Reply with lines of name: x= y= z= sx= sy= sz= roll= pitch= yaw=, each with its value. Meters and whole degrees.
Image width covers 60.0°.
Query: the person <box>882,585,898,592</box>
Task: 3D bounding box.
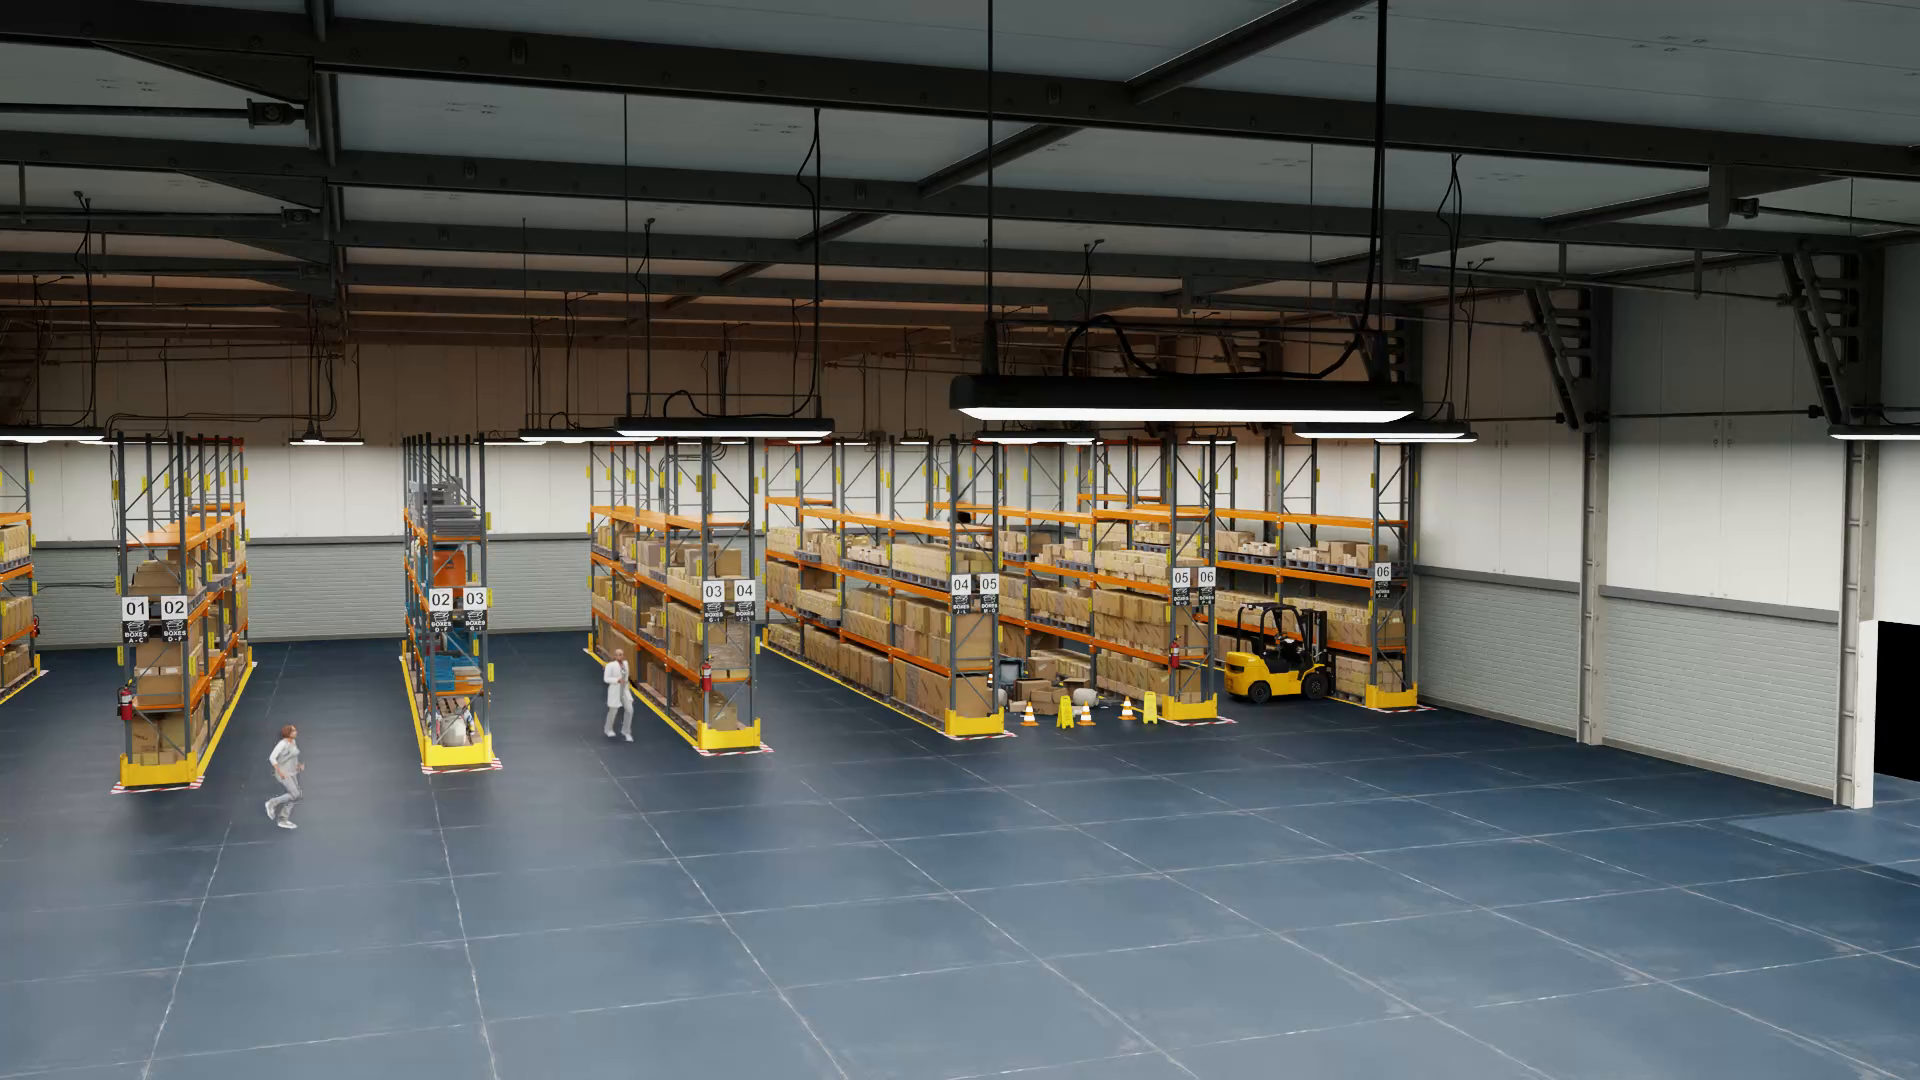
person: x=-2.171 y=1.746 z=51.052 sx=0.863 sy=1.746 sz=0.657 roll=-2 pitch=4 yaw=-32

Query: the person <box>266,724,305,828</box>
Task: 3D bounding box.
person: x=-10.193 y=3.561 z=25.113 sx=0.532 sy=1.558 sz=0.552 roll=0 pitch=3 yaw=0

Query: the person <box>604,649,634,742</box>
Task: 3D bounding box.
person: x=-6.693 y=3.084 z=32.531 sx=0.640 sy=1.743 sz=0.907 roll=-2 pitch=4 yaw=-38

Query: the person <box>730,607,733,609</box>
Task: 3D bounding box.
person: x=-6.362 y=2.415 z=45.318 sx=0.581 sy=1.682 sz=0.765 roll=-1 pitch=3 yaw=-15
